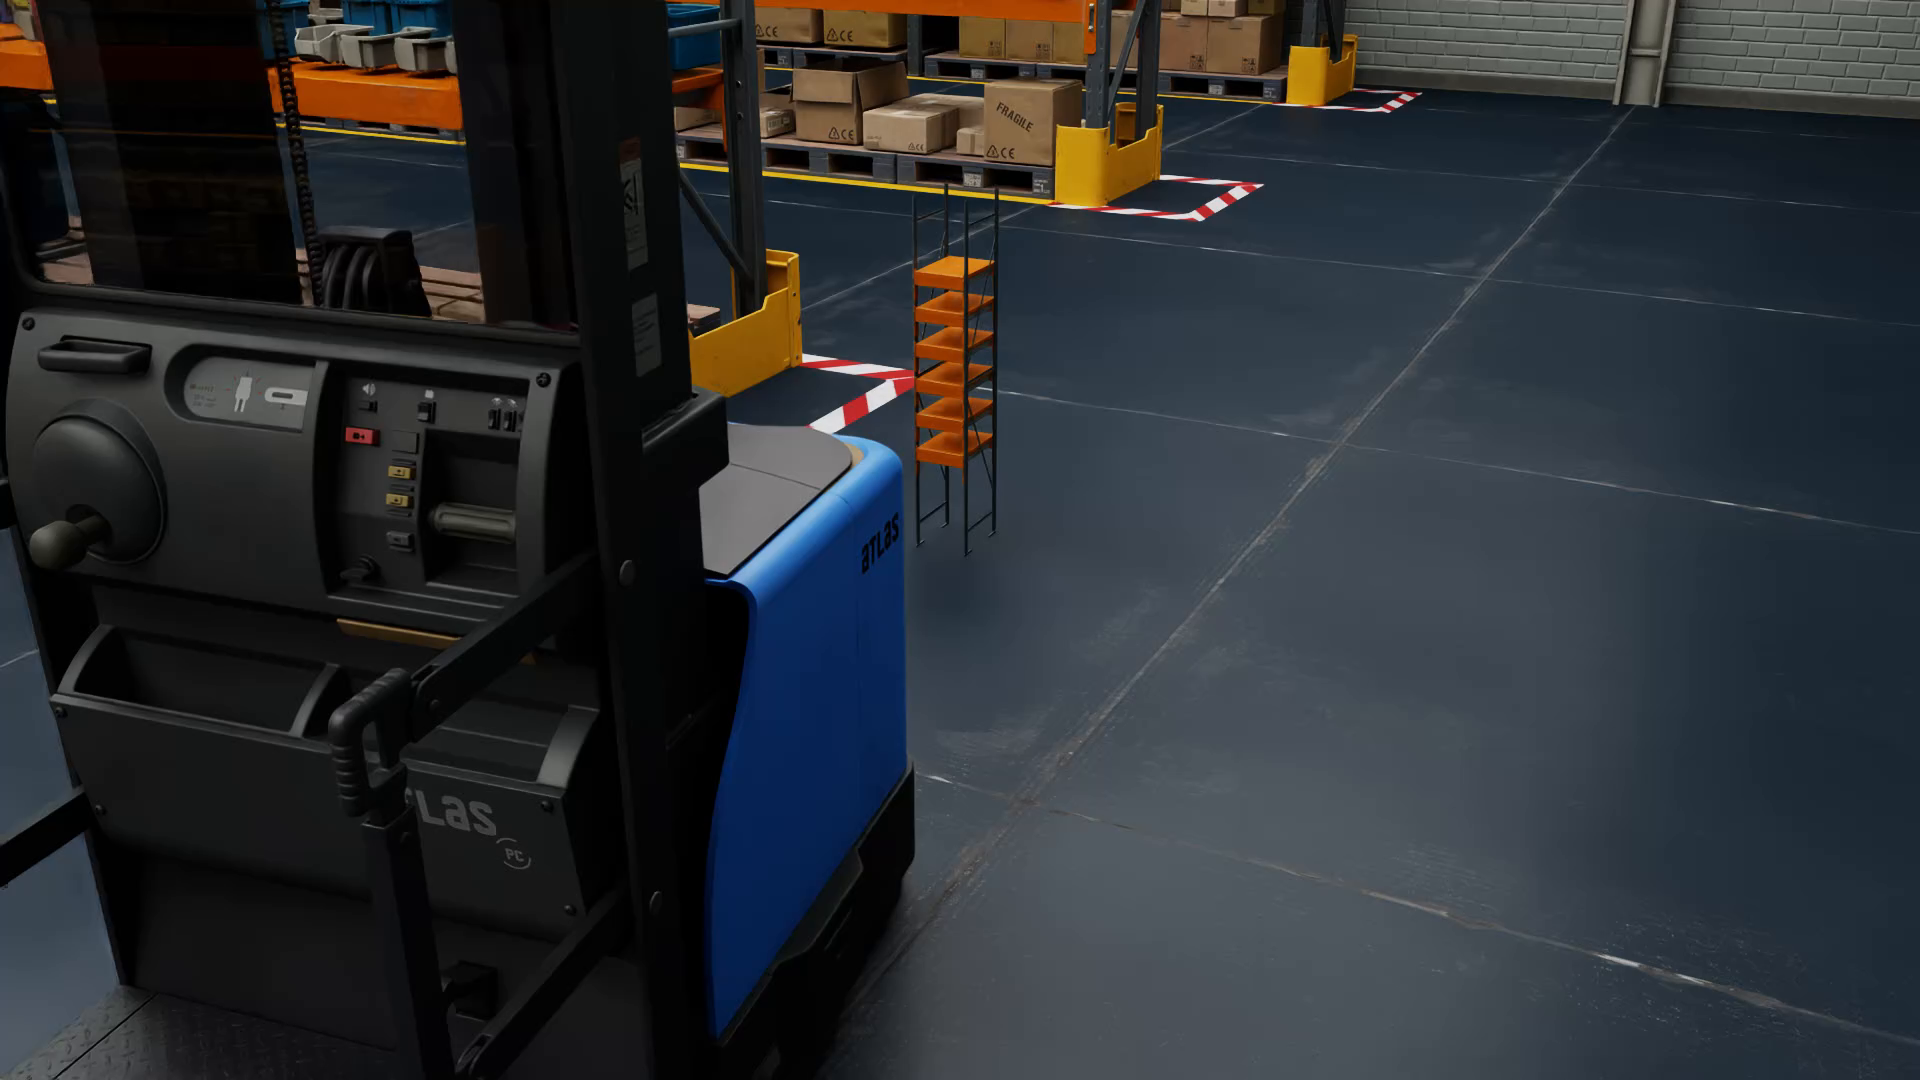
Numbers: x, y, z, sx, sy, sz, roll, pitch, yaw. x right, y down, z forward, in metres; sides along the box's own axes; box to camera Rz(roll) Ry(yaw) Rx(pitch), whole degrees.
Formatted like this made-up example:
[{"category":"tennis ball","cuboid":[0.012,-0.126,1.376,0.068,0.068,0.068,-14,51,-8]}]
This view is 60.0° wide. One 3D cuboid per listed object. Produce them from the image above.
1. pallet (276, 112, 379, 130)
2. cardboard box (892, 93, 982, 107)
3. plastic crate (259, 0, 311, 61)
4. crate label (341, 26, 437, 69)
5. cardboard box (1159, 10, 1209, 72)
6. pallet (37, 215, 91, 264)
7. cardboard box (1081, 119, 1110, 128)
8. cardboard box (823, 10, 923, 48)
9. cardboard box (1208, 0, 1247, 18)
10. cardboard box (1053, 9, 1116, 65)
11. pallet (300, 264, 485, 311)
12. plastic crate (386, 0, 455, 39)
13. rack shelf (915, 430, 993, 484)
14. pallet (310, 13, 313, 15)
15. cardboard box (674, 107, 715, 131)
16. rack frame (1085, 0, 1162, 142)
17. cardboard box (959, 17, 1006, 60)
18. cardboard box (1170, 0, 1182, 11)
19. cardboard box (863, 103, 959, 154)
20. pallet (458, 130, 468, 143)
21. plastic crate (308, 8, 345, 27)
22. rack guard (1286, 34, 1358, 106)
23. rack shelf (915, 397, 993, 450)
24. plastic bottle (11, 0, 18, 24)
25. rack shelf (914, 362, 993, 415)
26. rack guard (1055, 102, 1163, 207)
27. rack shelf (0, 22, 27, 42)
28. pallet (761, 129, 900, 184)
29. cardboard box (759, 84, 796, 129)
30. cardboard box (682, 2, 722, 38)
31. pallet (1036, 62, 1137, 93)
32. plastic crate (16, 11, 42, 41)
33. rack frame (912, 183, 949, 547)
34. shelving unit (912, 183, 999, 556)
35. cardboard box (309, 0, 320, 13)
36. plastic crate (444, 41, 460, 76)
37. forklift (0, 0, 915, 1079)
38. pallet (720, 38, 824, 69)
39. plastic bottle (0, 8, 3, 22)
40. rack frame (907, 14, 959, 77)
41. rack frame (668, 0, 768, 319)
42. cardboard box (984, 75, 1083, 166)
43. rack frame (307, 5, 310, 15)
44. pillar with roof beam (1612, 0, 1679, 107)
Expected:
[{"category":"pallet","cuboid":[-5.400,-3.752,14.302,1.213,0.211,1.003,11,25,25]},{"category":"cardboard box","cuboid":[-0.160,-3.076,12.101,0.500,0.250,0.500,11,25,25]},{"category":"plastic crate","cuboid":[-3.097,-2.262,7.372,0.300,0.233,0.416,11,25,25]},{"category":"crate label","cuboid":[-2.470,-2.122,7.167,0.243,0.136,0.396,11,25,25]},{"category":"cardboard box","cuboid":[2.205,-4.718,15.668,0.500,0.500,0.700,11,25,24]},{"category":"pallet","cuboid":[-5.388,-1.612,9.270,1.213,0.211,1.003,11,25,25]},{"category":"cardboard box","cuboid":[0.871,-2.852,11.703,0.250,0.149,0.380,11,25,25]},{"category":"cardboard box","cuboid":[-0.887,-5.478,17.008,0.750,0.750,0.750,12,26,25]},{"category":"cardboard box","cuboid":[2.455,-4.887,15.237,0.250,0.149,0.380,11,25,24]},{"category":"cardboard box","cuboid":[1.277,-4.898,16.092,0.500,0.500,0.700,12,26,26]},{"category":"pallet","cuboid":[-2.952,-1.130,8.137,1.213,0.211,1.003,11,25,25]},{"category":"plastic crate","cuboid":[-2.395,-2.380,7.650,0.300,0.233,0.416,11,25,25]},{"category":"rack shelf","cuboid":[-0.013,-0.293,5.633,0.180,0.103,0.258,11,25,25]},{"category":"pallet","cuboid":[-8.003,-6.440,20.623,1.213,0.211,1.003,11,25,25]},{"category":"cardboard box","cuboid":[-2.203,-3.289,12.525,0.500,0.311,0.500,11,25,25]},{"category":"rack frame","cuboid":[1.090,-3.767,10.776,0.127,3.000,1.000,11,25,25]},{"category":"cardboard box","cuboid":[0.373,-5.079,16.518,0.500,0.500,0.700,12,26,25]},{"category":"cardboard box","cuboid":[2.178,-5.109,15.760,0.250,0.149,0.380,11,26,25]},{"category":"cardboard box","cuboid":[-0.341,-2.893,11.670,0.500,0.250,0.500,11,25,25]},{"category":"pallet","cuboid":[-3.223,-3.321,13.289,1.213,0.211,1.003,11,25,25]},{"category":"plastic crate","cuboid":[-3.029,-2.448,7.934,0.466,0.136,0.293,11,25,25]},{"category":"rack guard","cuboid":[3.343,-4.343,15.324,0.348,0.500,1.175,11,25,25]},{"category":"rack shelf","cuboid":[-0.013,-0.403,5.586,0.180,0.103,0.258,11,25,25]},{"category":"plastic bottle","cuboid":[-5.083,-2.904,9.000,0.097,0.201,0.097,0,23,0]},{"category":"rack shelf","cuboid":[-0.013,-0.514,5.539,0.180,0.103,0.258,11,25,25]},{"category":"rack guard","cuboid":[1.022,-2.630,11.296,0.348,0.500,1.175,11,25,25]},{"category":"rack shelf","cuboid":[-6.503,-2.766,9.341,4.000,0.370,1.077,11,25,25]},{"category":"pallet","cuboid":[-0.775,-2.854,12.191,1.213,0.211,1.003,11,25,25]},{"category":"cardboard box","cuboid":[-1.174,-3.305,12.561,0.500,0.311,0.500,11,25,25]},{"category":"cardboard box","cuboid":[-2.442,-5.782,17.723,0.750,0.750,0.750,11,25,24]},{"category":"pallet","cuboid":[1.488,-4.544,16.166,1.213,0.211,1.003,11,25,25]},{"category":"plastic crate","cuboid":[-4.367,-2.518,8.099,0.243,0.136,0.396,11,25,25]},{"category":"rack frame","cuboid":[-0.095,-0.571,5.559,0.006,1.200,0.240,11,25,25]},{"category":"shelving unit","cuboid":[-0.013,-0.555,5.521,0.189,1.200,0.258,11,25,25]},{"category":"cardboard box","cuboid":[-7.879,-6.600,20.494,0.250,0.166,0.380,8,24,18]},{"category":"plastic crate","cuboid":[-1.958,-2.025,6.939,0.243,0.136,0.396,11,25,25]},{"category":"forklift","cuboid":[-1.052,-0.085,2.204,1.130,2.935,3.031,7,24,17]},{"category":"pallet","cuboid":[-2.064,-5.246,17.816,1.213,0.211,1.003,11,25,25]},{"category":"plastic bottle","cuboid":[-5.286,-2.967,9.051,0.135,0.276,0.152,11,25,25]},{"category":"rack frame","cuboid":[-0.248,-6.204,16.506,0.127,3.000,1.000,11,25,25]},{"category":"rack frame","cuboid":[-1.149,-2.038,6.709,0.127,3.000,1.000,11,25,25]},{"category":"cardboard box","cuboid":[0.493,-2.829,11.202,0.500,0.500,0.500,11,25,25]},{"category":"rack frame","cuboid":[-6.050,-5.180,14.097,0.127,3.000,1.000,11,25,25]},{"category":"pillar with roof beam","cuboid":[4.179,-6.581,9.725,0.400,9.000,9.100,11,25,25]}]
